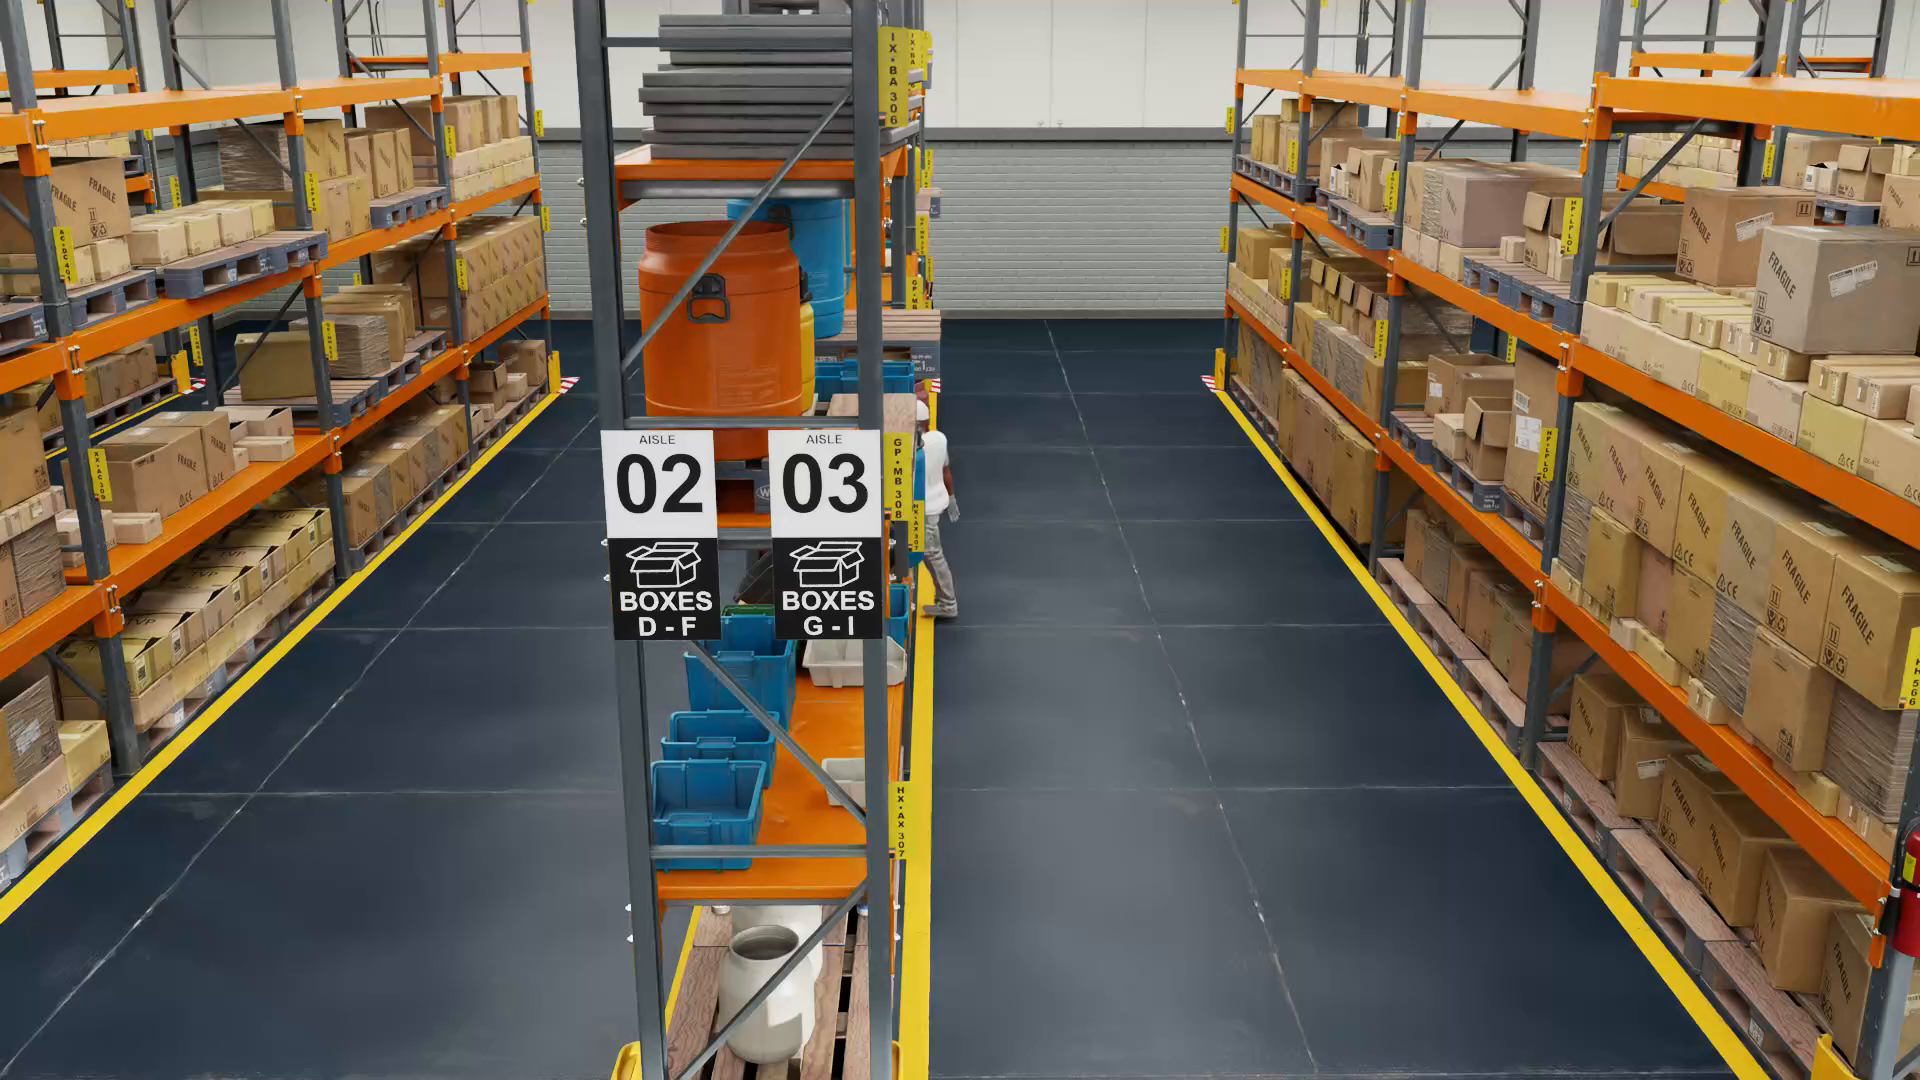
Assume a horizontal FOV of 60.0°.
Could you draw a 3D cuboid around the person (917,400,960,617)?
[{"bbox_3d":[-0.396,-0.267,13.303,0.801,1.762,0.590,7,18,22],"label":"person"}]
